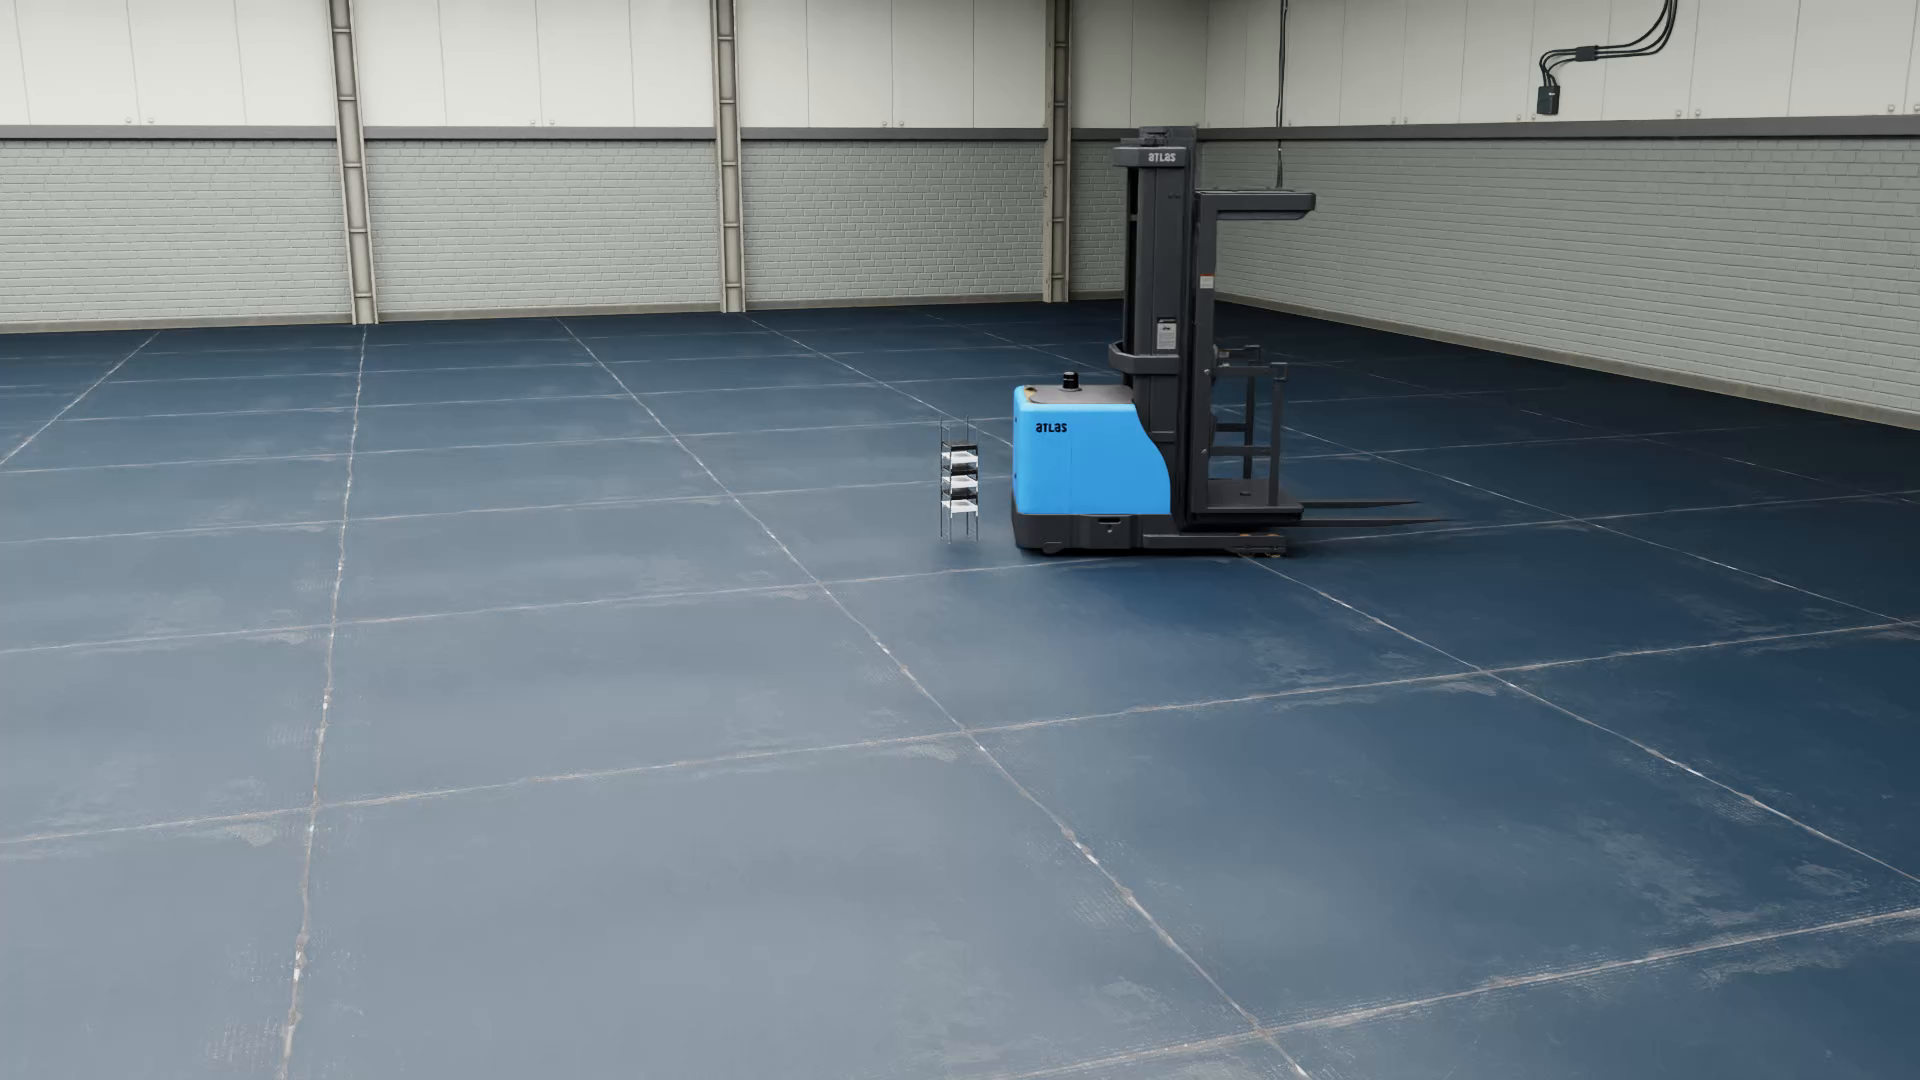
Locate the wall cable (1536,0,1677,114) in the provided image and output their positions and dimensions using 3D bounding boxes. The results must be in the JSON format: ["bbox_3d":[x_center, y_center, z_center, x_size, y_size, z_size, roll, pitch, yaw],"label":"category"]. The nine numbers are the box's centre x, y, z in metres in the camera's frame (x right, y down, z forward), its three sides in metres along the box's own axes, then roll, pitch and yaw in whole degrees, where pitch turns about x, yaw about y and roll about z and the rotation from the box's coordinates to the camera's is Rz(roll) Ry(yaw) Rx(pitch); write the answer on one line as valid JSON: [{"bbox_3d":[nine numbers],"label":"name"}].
[{"bbox_3d":[7.984,-8.274,20.131,0.169,6.003,2.305,-4,14,-18],"label":"wall cable"}]

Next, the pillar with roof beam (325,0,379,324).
[{"bbox_3d":[-8.243,-6.945,21.895,0.400,9.000,9.100,-4,14,-18],"label":"pillar with roof beam"}]

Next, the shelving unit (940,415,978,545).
[{"bbox_3d":[-0.008,-0.437,12.036,0.210,0.900,0.258,-4,14,-18],"label":"shelving unit"}]

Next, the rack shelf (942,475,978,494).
[{"bbox_3d":[-0.008,-0.405,12.044,0.200,0.077,0.258,-4,14,-18],"label":"rack shelf"}]

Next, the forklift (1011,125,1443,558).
[{"bbox_3d":[1.906,-1.425,11.799,3.031,2.935,1.130,0,13,-1],"label":"forklift"}]

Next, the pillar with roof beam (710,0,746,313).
[{"bbox_3d":[-2.556,-7.388,23.757,0.400,9.000,9.100,-4,14,-18],"label":"pillar with roof beam"}]

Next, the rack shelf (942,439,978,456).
[{"bbox_3d":[-0.008,-0.667,11.981,0.200,0.077,0.258,-4,14,-18],"label":"rack shelf"}]

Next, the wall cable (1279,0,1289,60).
[{"bbox_3d":[5.834,-9.056,26.563,0.112,2.526,3.097,-4,14,-18],"label":"wall cable"}]

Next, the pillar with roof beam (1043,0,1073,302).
[{"bbox_3d":[3.131,-7.831,25.619,0.400,9.000,9.100,-4,14,-18],"label":"pillar with roof beam"}]

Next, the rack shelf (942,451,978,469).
[{"bbox_3d":[-0.008,-0.580,12.002,0.200,0.077,0.258,-4,14,-18],"label":"rack shelf"}]

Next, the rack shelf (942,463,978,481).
[{"bbox_3d":[-0.008,-0.492,12.023,0.200,0.077,0.258,-4,14,-18],"label":"rack shelf"}]

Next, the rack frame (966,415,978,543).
[{"bbox_3d":[0.089,-0.445,12.068,0.006,0.900,0.240,-4,14,-18],"label":"rack frame"}]

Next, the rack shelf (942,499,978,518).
[{"bbox_3d":[-0.008,-0.230,12.086,0.200,0.077,0.258,-4,14,-18],"label":"rack shelf"}]

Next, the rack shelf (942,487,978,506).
[{"bbox_3d":[-0.008,-0.317,12.065,0.200,0.077,0.258,-4,14,-18],"label":"rack shelf"}]

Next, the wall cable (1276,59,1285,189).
[{"bbox_3d":[4.971,-7.192,29.642,0.112,2.526,3.097,-4,14,-18],"label":"wall cable"}]

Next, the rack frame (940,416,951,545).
[{"bbox_3d":[-0.104,-0.430,12.005,0.006,0.900,0.240,-4,14,-18],"label":"rack frame"}]
